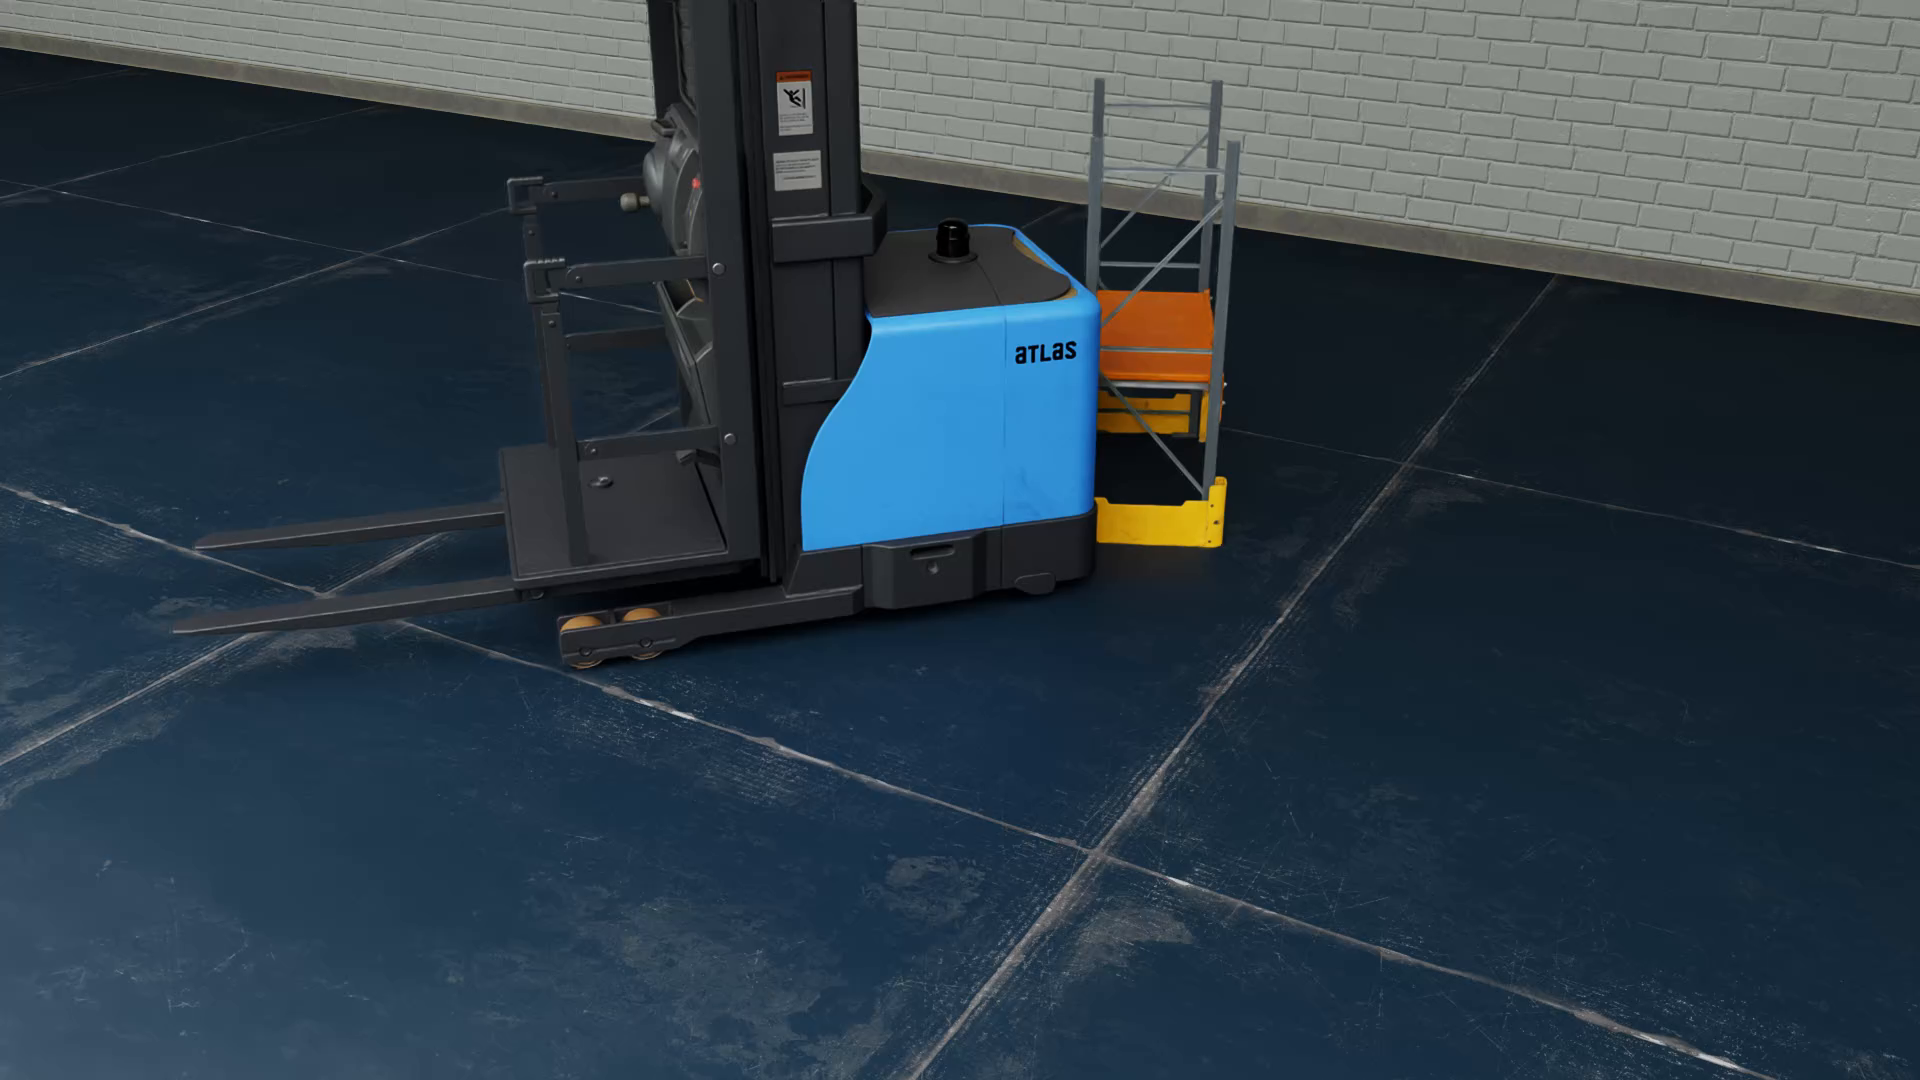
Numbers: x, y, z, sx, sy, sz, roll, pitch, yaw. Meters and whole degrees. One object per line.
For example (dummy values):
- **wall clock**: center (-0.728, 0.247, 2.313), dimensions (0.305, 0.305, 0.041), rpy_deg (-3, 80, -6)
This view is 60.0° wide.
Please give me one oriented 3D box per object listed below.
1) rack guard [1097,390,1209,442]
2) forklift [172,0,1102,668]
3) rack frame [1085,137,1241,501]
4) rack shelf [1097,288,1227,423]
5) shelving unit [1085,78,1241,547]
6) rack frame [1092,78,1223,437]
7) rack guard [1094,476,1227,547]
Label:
- **rack guard**: center (0.773, -0.559, 7.088), dimensions (0.587, 0.250, 0.087), rpy_deg (2, 27, 4)
- **forklift**: center (-1.095, -1.157, 5.287), dimensions (3.031, 2.935, 1.130), rpy_deg (-8, 28, -15)
- **rack frame**: center (0.689, -0.673, 5.919), dimensions (0.500, 1.500, 0.032), rpy_deg (2, 27, 4)
- **rack shelf**: center (0.732, -0.739, 6.453), dimensions (0.538, 0.185, 1.000), rpy_deg (2, 27, 4)
- **shelving unit**: center (0.731, -0.896, 6.364), dimensions (0.587, 1.500, 1.083), rpy_deg (2, 27, 4)
- **rack frame**: center (0.775, -1.127, 6.825), dimensions (0.500, 1.500, 0.032), rpy_deg (2, 27, 4)
- **rack guard**: center (0.689, -0.115, 6.200), dimensions (0.587, 0.250, 0.087), rpy_deg (2, 27, 4)
